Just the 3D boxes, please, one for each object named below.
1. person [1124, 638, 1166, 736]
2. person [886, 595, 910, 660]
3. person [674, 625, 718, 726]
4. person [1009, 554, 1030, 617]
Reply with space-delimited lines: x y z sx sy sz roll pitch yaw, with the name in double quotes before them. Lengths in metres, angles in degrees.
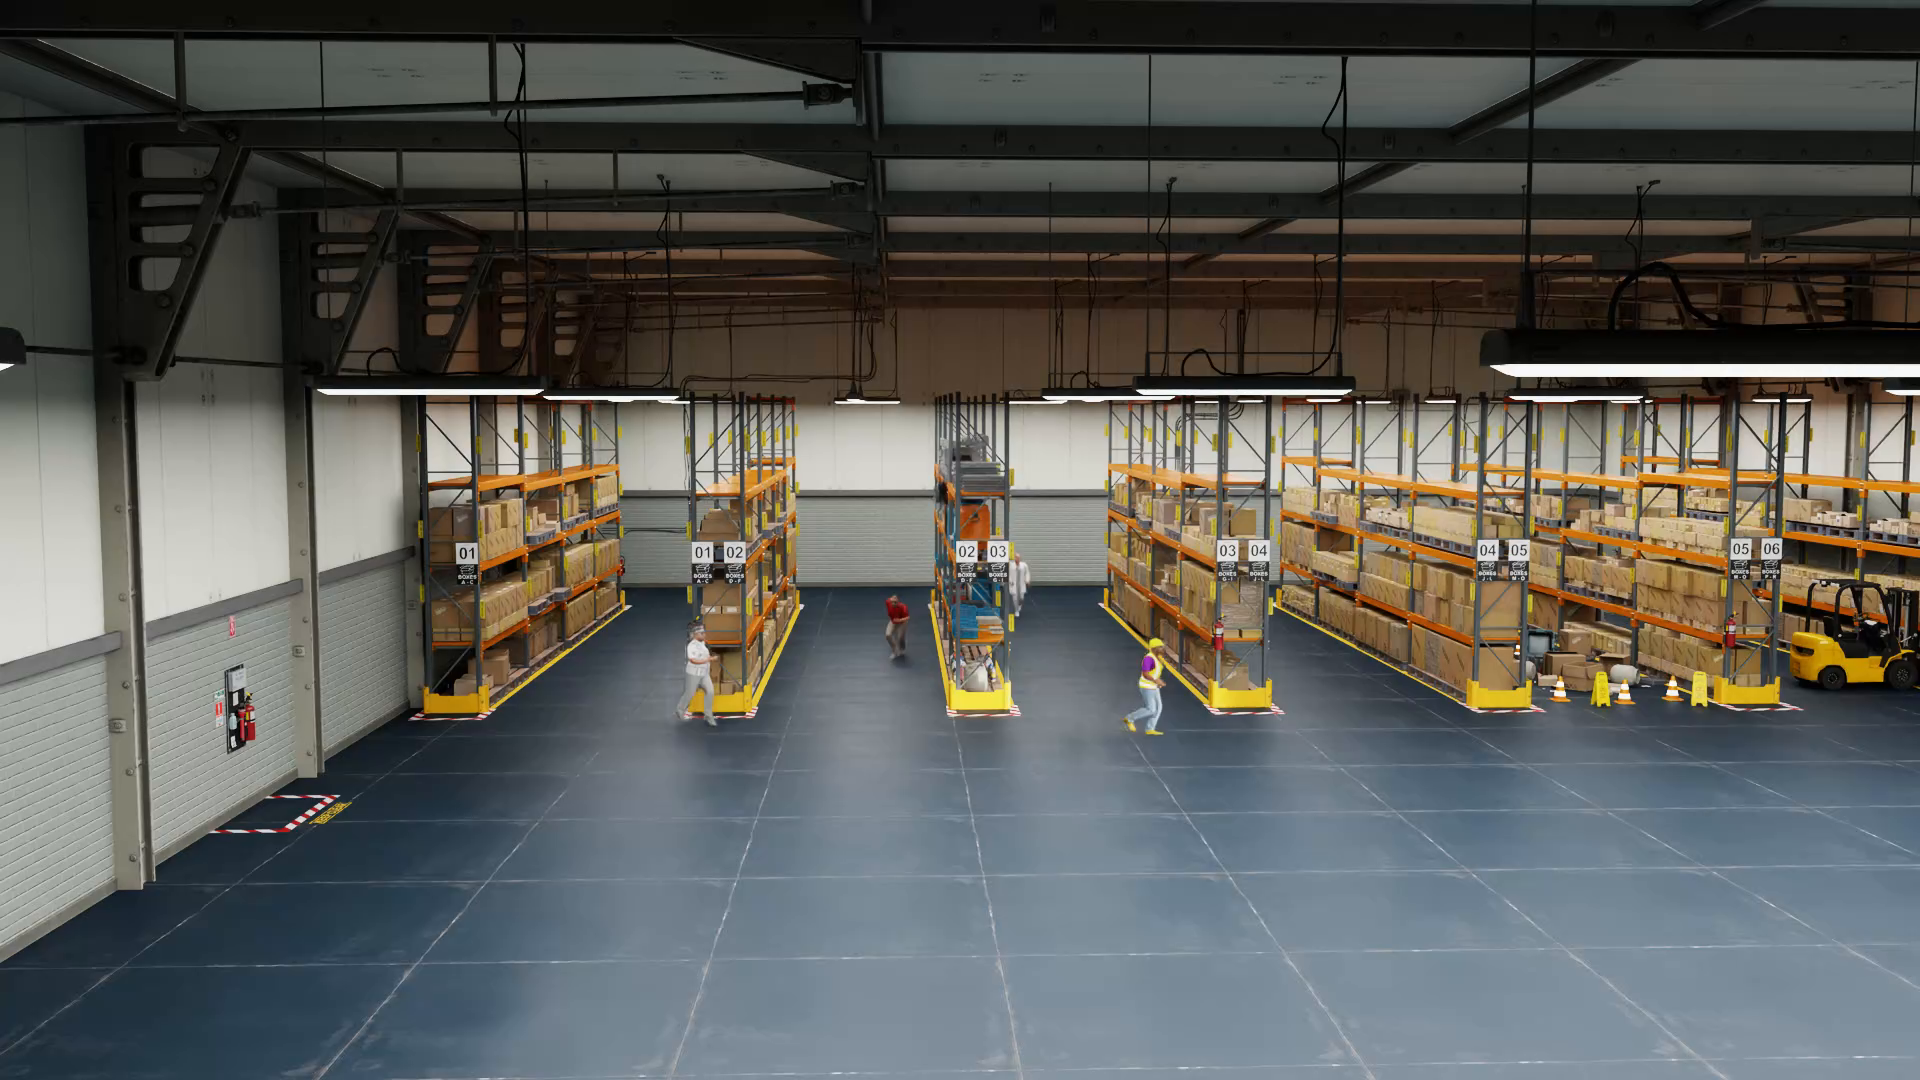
"person" 3.260 2.558 28.979 0.735 1.714 0.701 2 5 21
"person" -1.391 1.954 37.944 0.671 1.500 1.173 1 5 16
"person" -4.745 2.441 29.926 0.890 1.840 0.615 2 5 26
"person" 1.571 1.230 45.428 0.697 1.724 0.668 -1 5 -6
